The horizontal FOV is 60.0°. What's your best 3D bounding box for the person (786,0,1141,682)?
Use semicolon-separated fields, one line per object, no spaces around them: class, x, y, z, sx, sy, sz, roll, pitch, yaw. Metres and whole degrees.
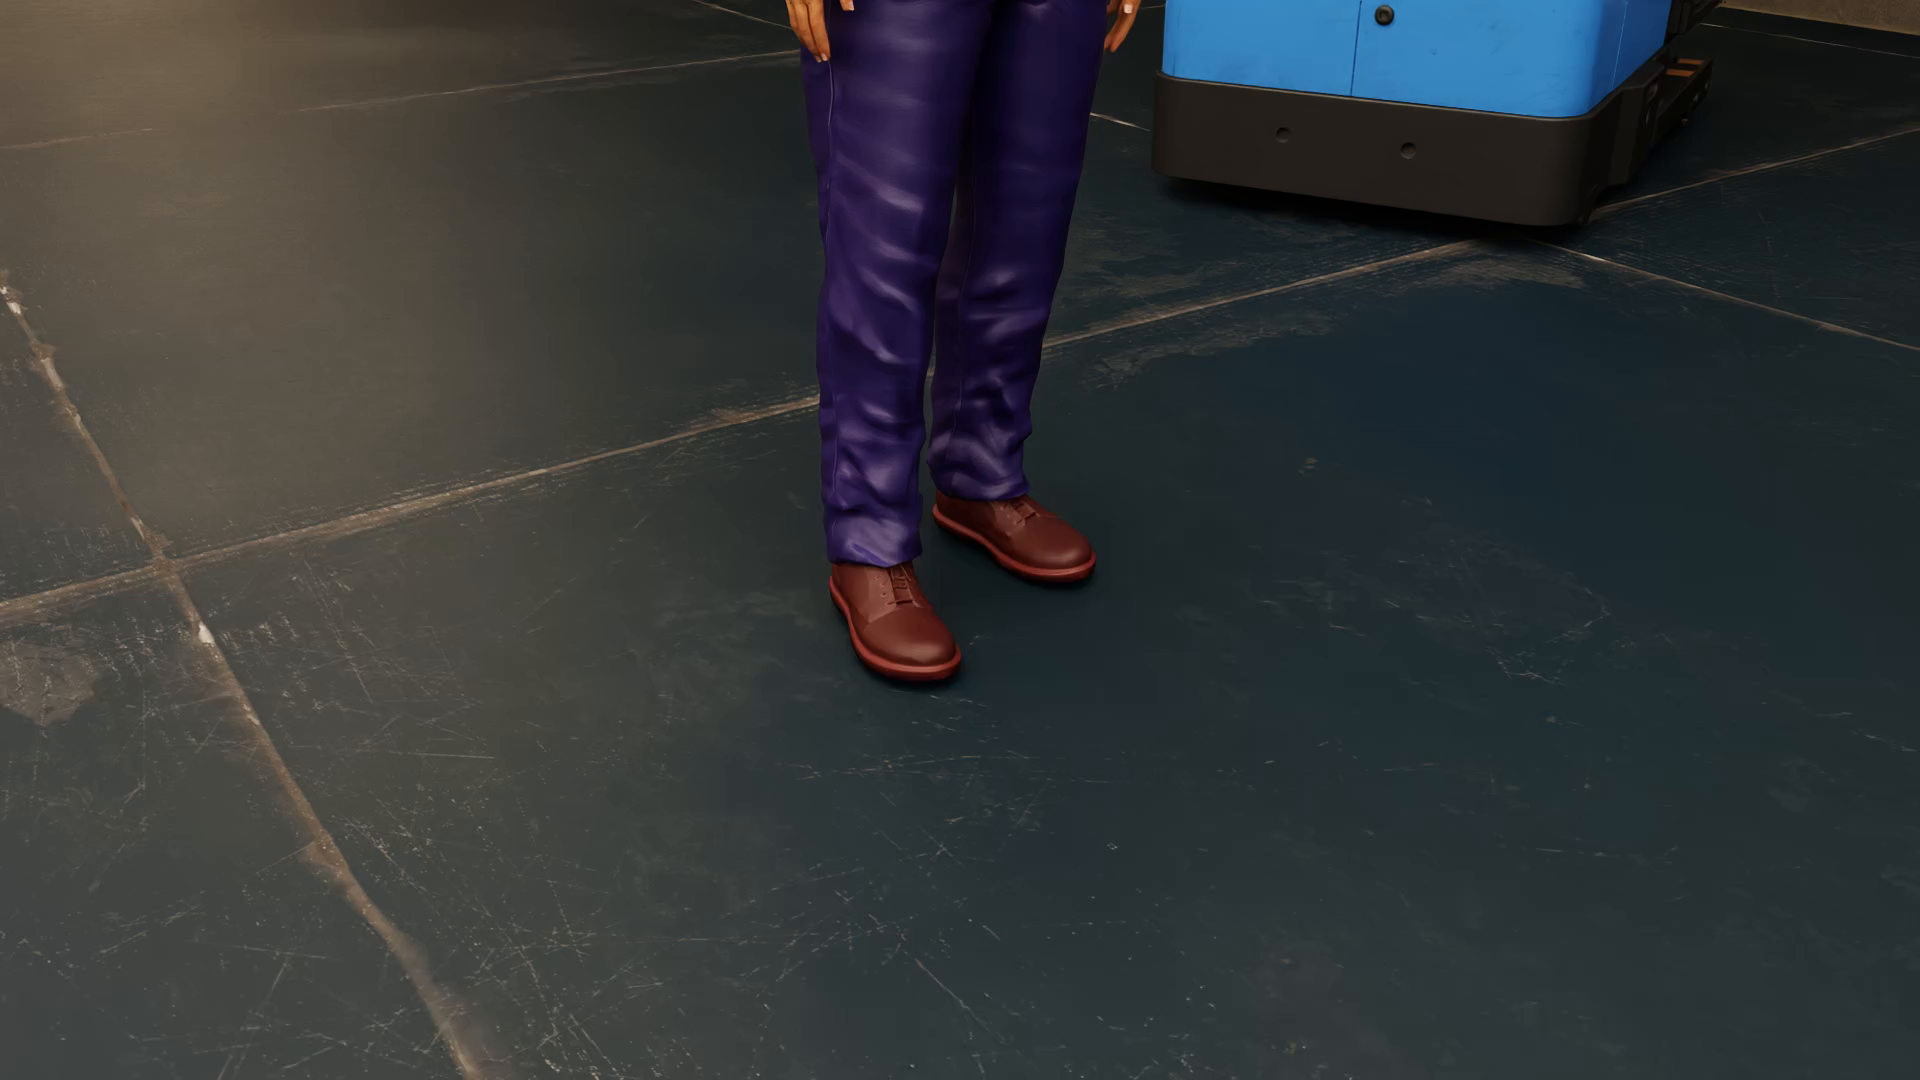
person;0.032;-0.705;2.050;0.598;1.651;0.503;-17;31;-31

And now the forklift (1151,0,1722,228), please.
forklift;1.659;-2.639;4.492;1.130;2.935;3.031;15;30;27
